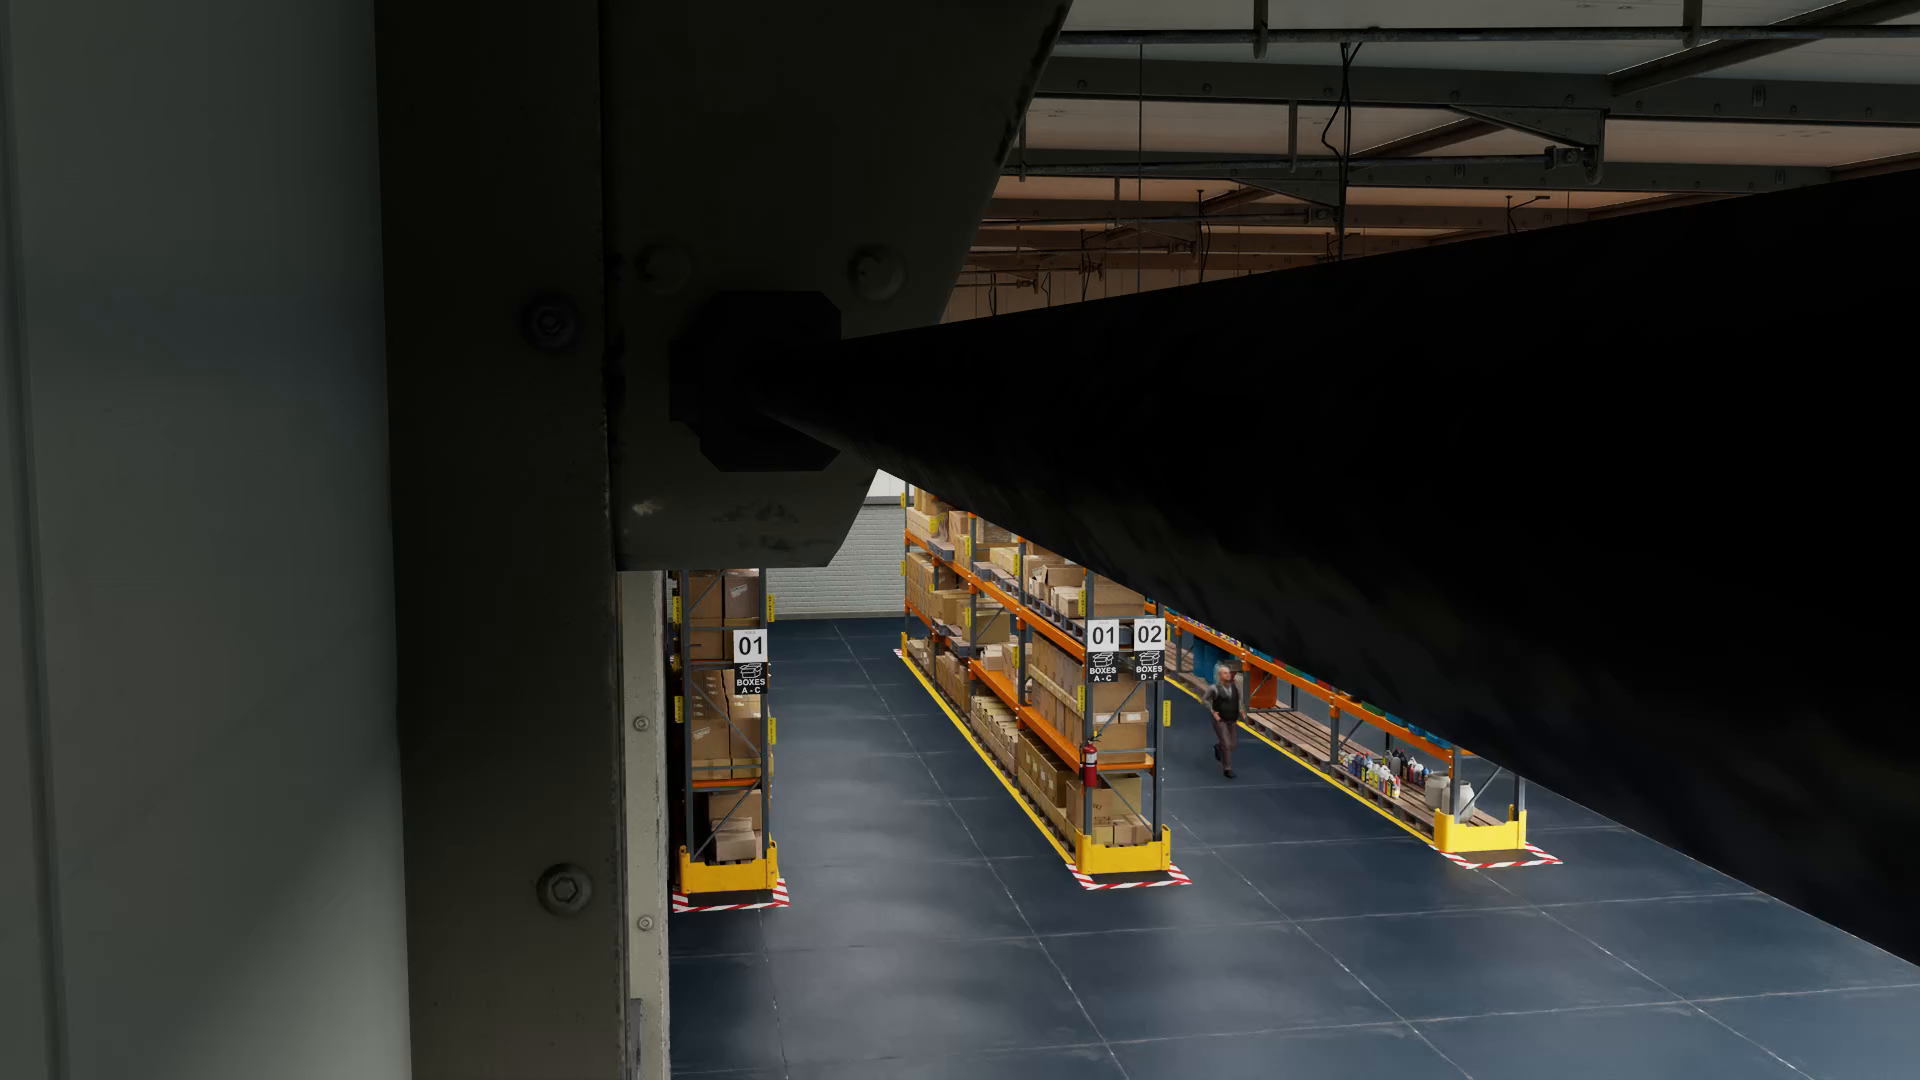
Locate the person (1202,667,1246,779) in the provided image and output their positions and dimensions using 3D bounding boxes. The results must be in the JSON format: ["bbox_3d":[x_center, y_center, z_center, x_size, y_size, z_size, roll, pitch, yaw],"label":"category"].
[{"bbox_3d":[4.100,2.818,25.921,0.661,1.701,0.748,-2,6,-21],"label":"person"}]
